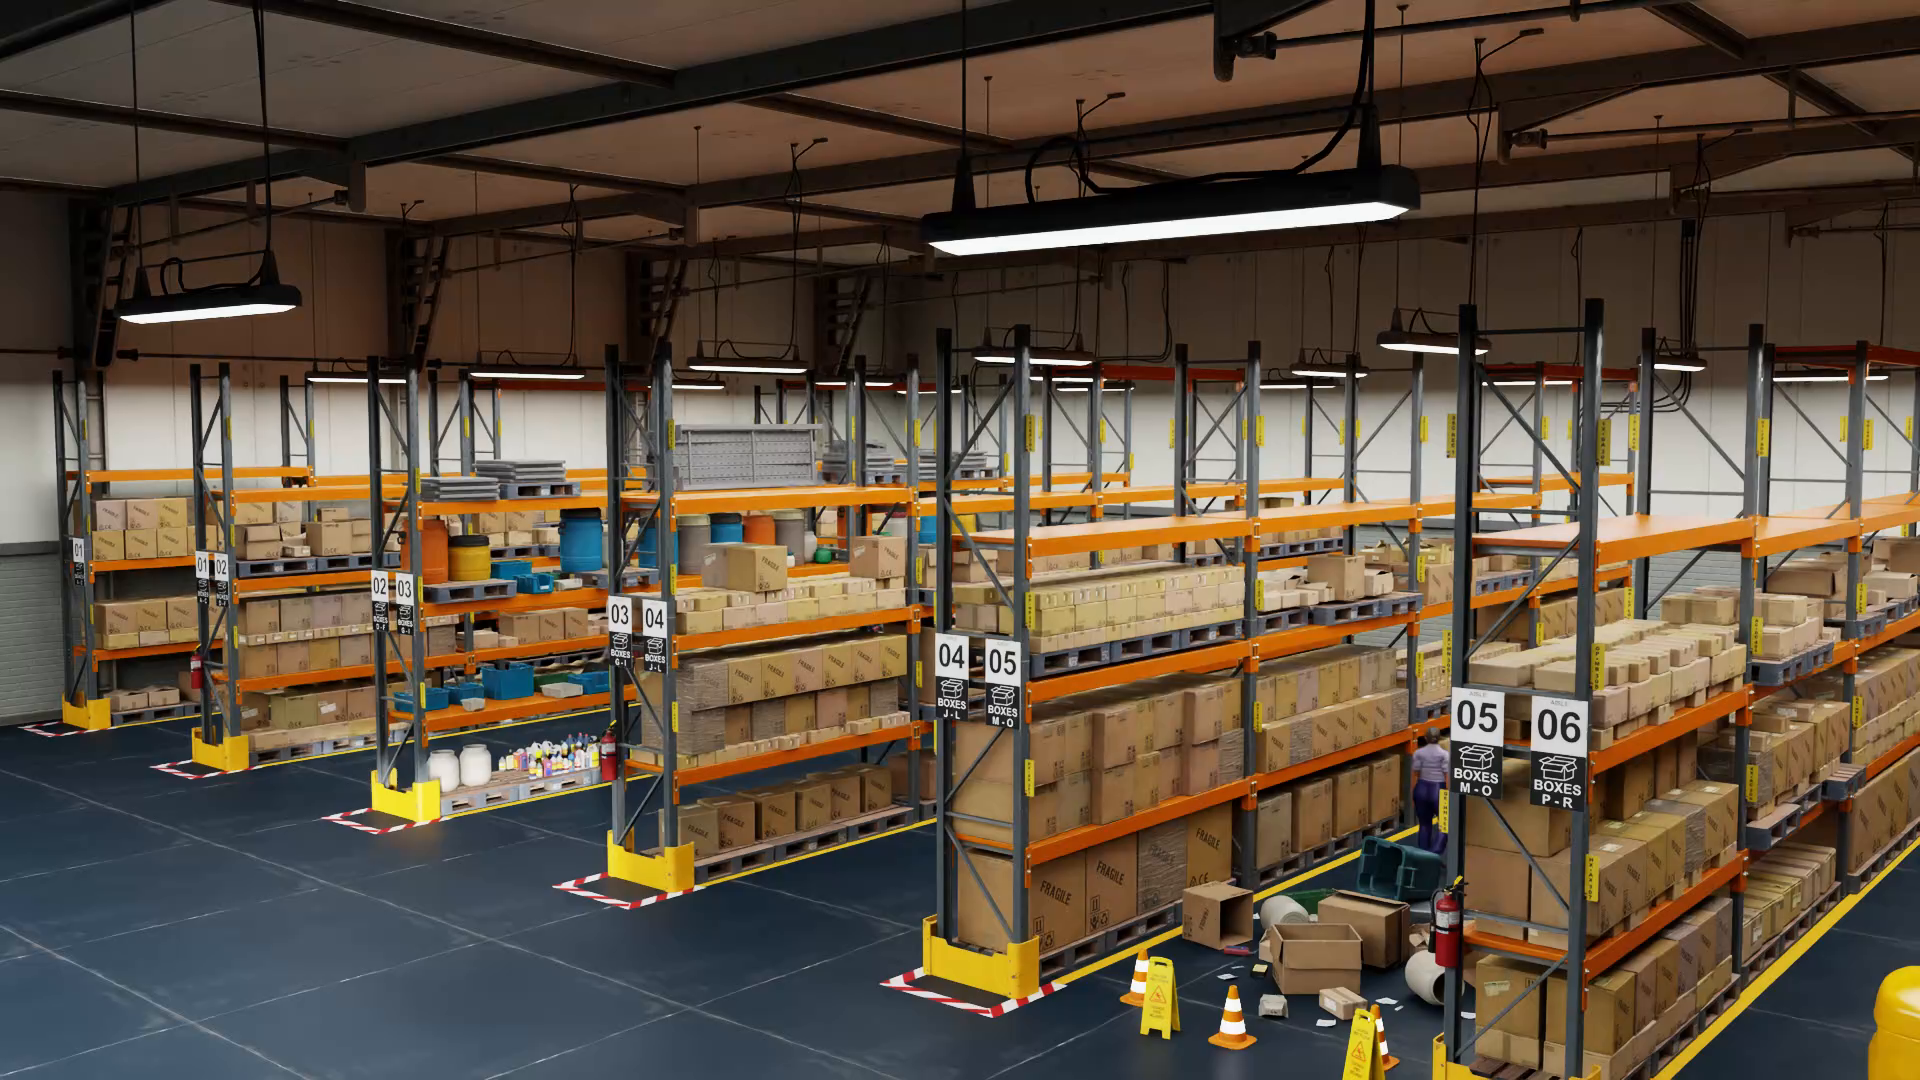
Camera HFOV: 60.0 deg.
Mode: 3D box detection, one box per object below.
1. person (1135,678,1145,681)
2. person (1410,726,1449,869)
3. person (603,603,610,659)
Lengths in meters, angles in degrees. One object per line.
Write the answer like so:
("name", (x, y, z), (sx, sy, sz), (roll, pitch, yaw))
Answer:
("person", (2.706, 2.622, 23.199), (0.750, 1.757, 0.633), (-3, 5, -34))
("person", (5.442, 2.967, 19.149), (0.528, 1.645, 0.498), (4, 5, 41))
("person", (-7.099, 1.821, 34.003), (0.542, 1.765, 0.544), (-3, 5, -34))
